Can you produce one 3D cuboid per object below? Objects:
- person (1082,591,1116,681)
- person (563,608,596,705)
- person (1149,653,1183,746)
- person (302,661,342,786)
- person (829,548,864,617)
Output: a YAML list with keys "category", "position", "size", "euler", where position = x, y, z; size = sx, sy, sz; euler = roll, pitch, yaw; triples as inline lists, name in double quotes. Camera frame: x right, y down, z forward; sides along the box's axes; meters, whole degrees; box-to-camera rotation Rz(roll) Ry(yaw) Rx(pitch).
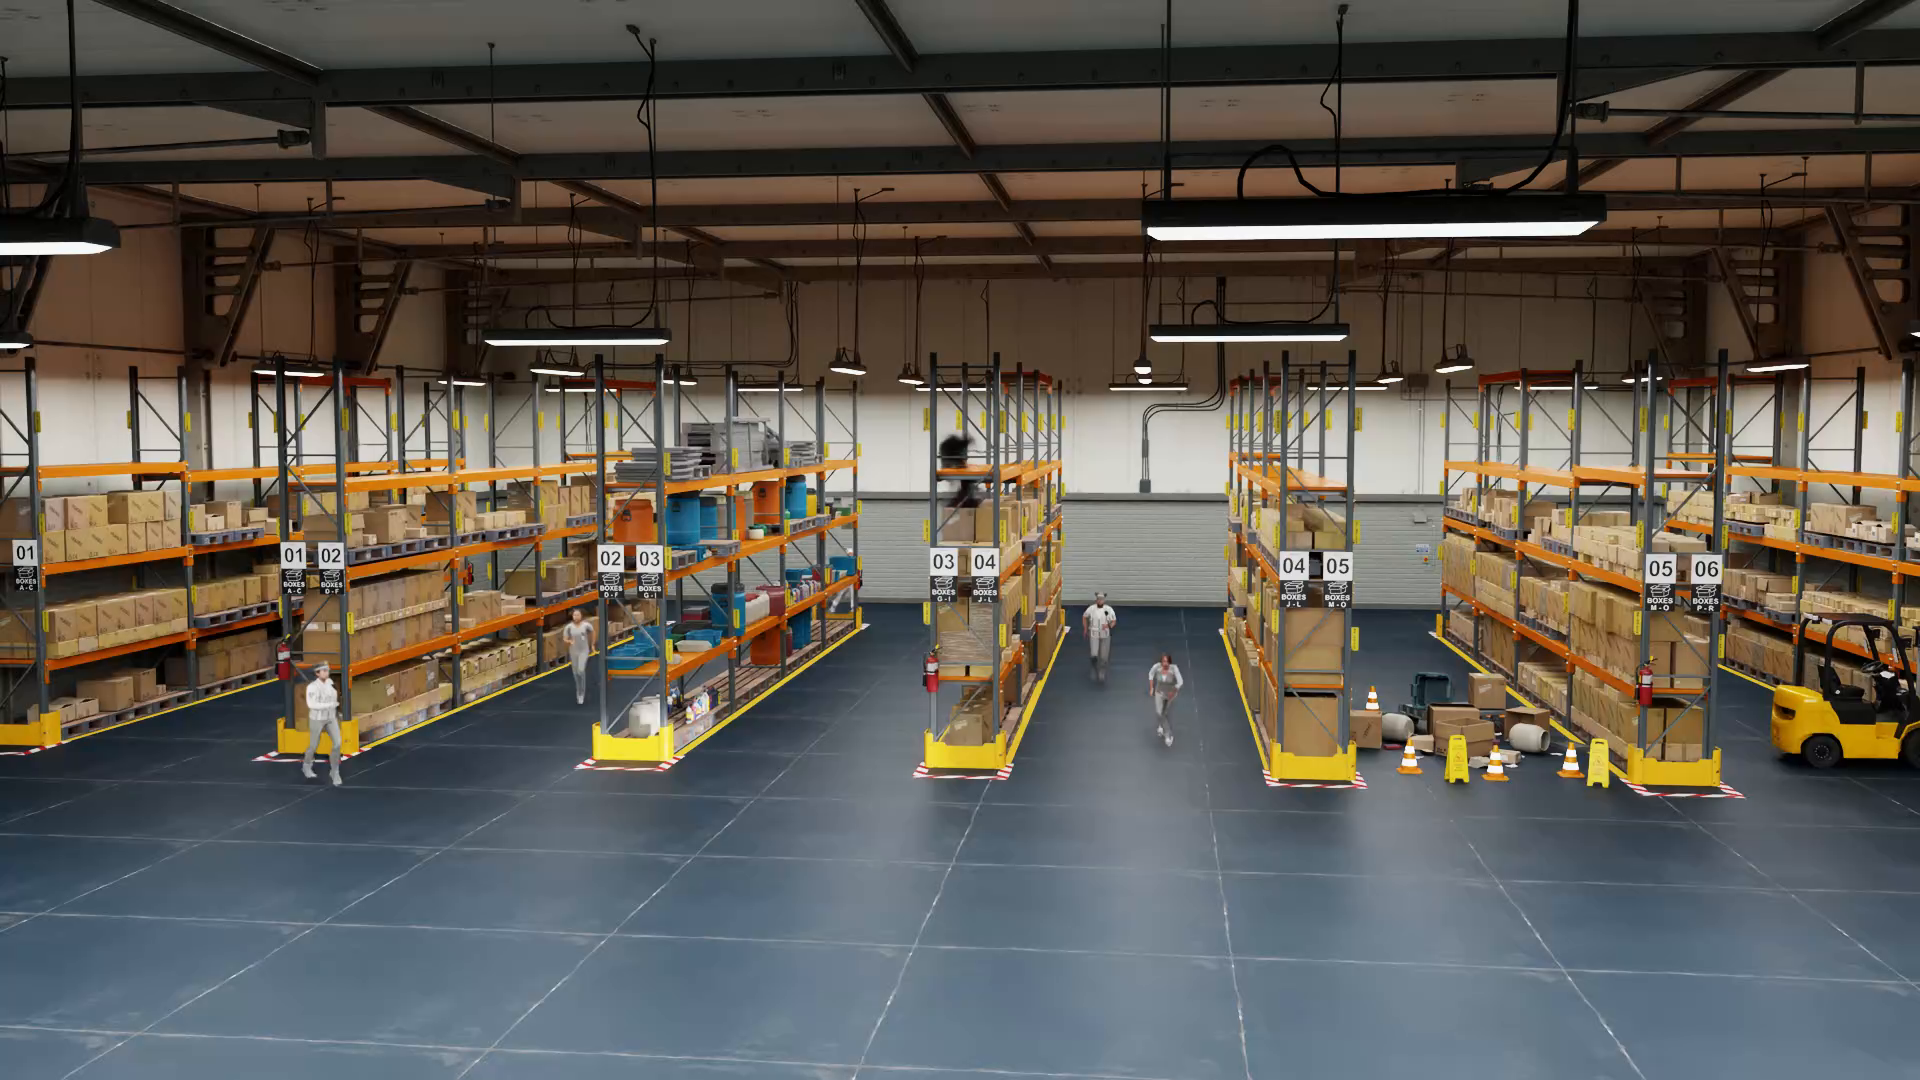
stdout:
- category: "person"
  position: [2.682, 1.857, 32.005]
  size: [0.647, 1.754, 0.655]
  euler: [0, 4, 3]
- category: "person"
  position: [-6.809, 2.069, 29.729]
  size: [0.512, 1.709, 0.818]
  euler: [0, 4, 1]
- category: "person"
  position: [3.227, 2.454, 26.060]
  size: [0.532, 1.478, 0.935]
  euler: [1, 4, 9]
- category: "person"
  position: [-8.842, 2.528, 23.049]
  size: [0.832, 1.746, 0.559]
  euler: [3, 5, 37]
- category: "person"
  position: [-2.796, 1.091, 42.173]
  size: [1.008, 1.767, 0.709]
  euler: [3, 5, 38]
